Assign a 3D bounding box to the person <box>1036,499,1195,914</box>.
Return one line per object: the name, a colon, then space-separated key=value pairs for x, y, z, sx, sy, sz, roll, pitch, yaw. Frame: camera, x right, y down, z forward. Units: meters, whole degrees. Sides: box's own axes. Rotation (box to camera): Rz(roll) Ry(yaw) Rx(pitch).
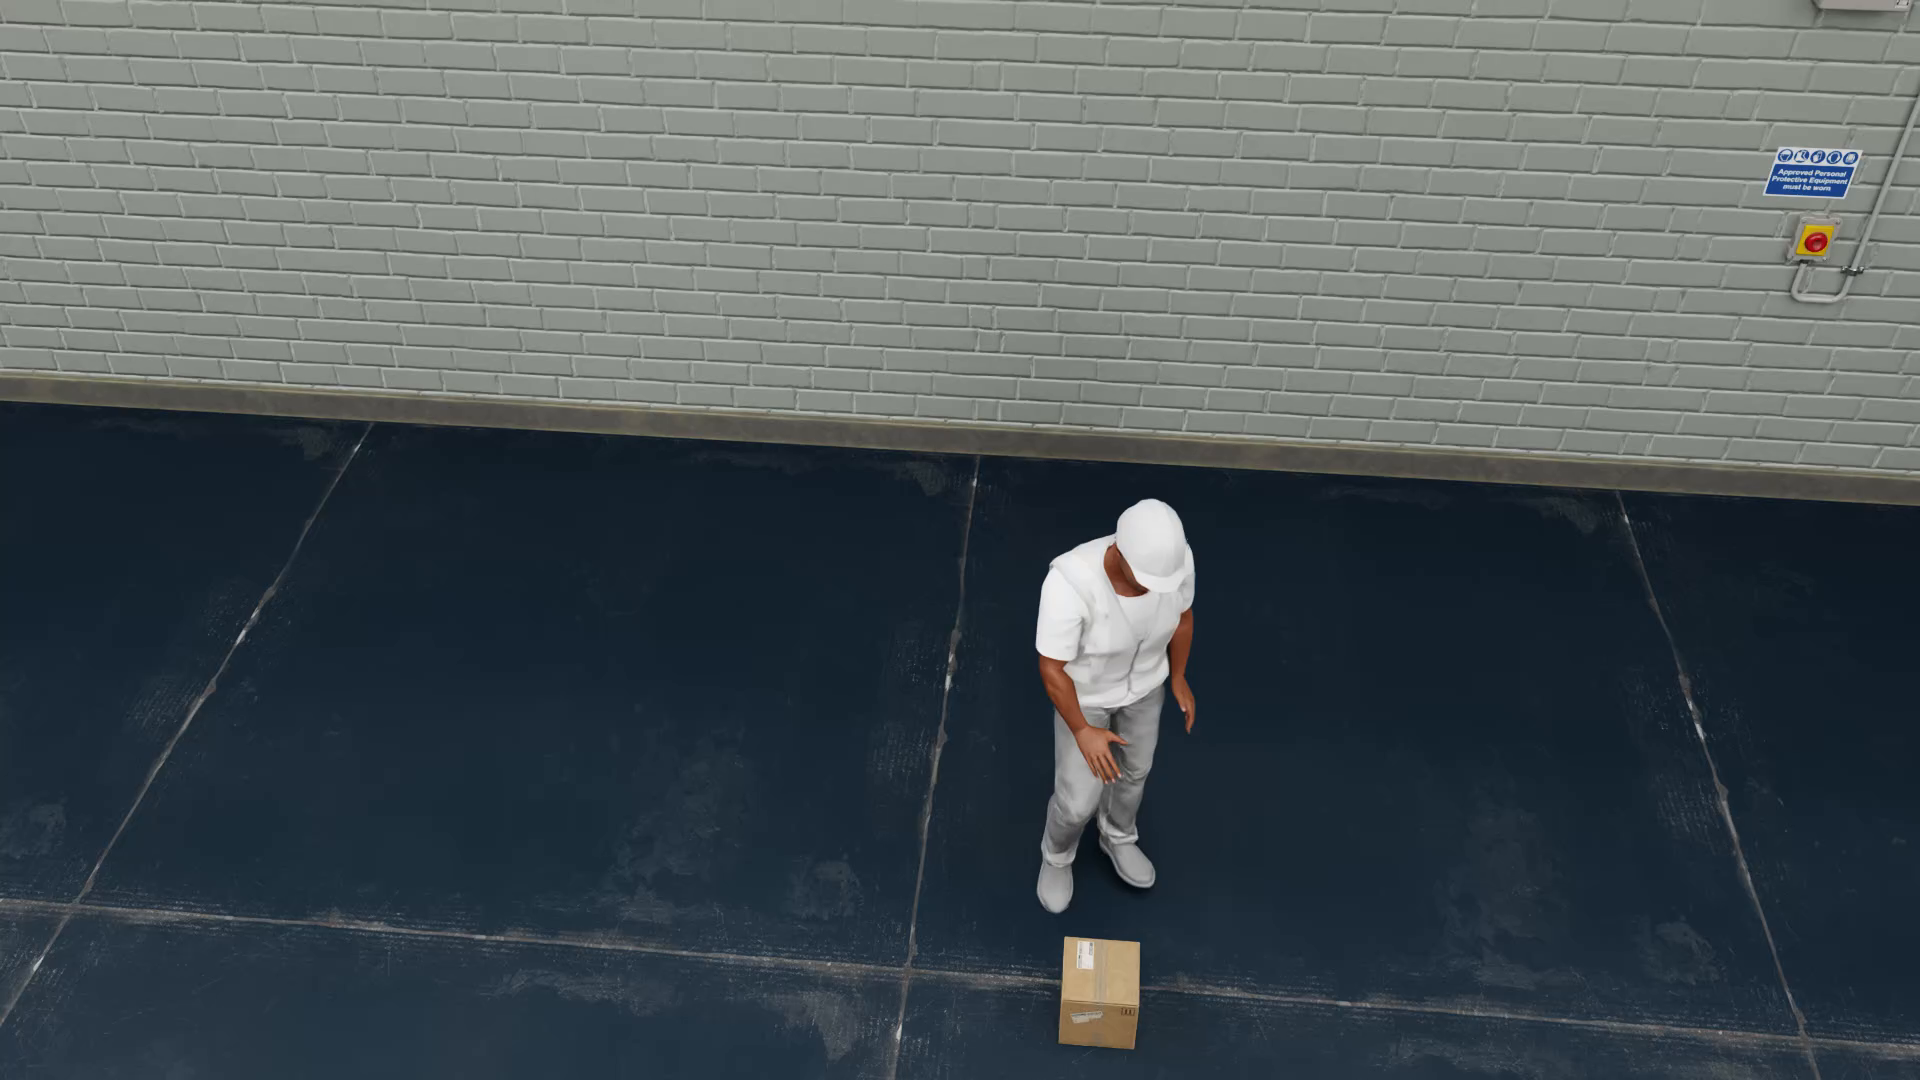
person: x=0.530 y=0.554 z=5.486 sx=0.589 sy=1.782 sz=0.570 roll=-18 pitch=43 yaw=-20
